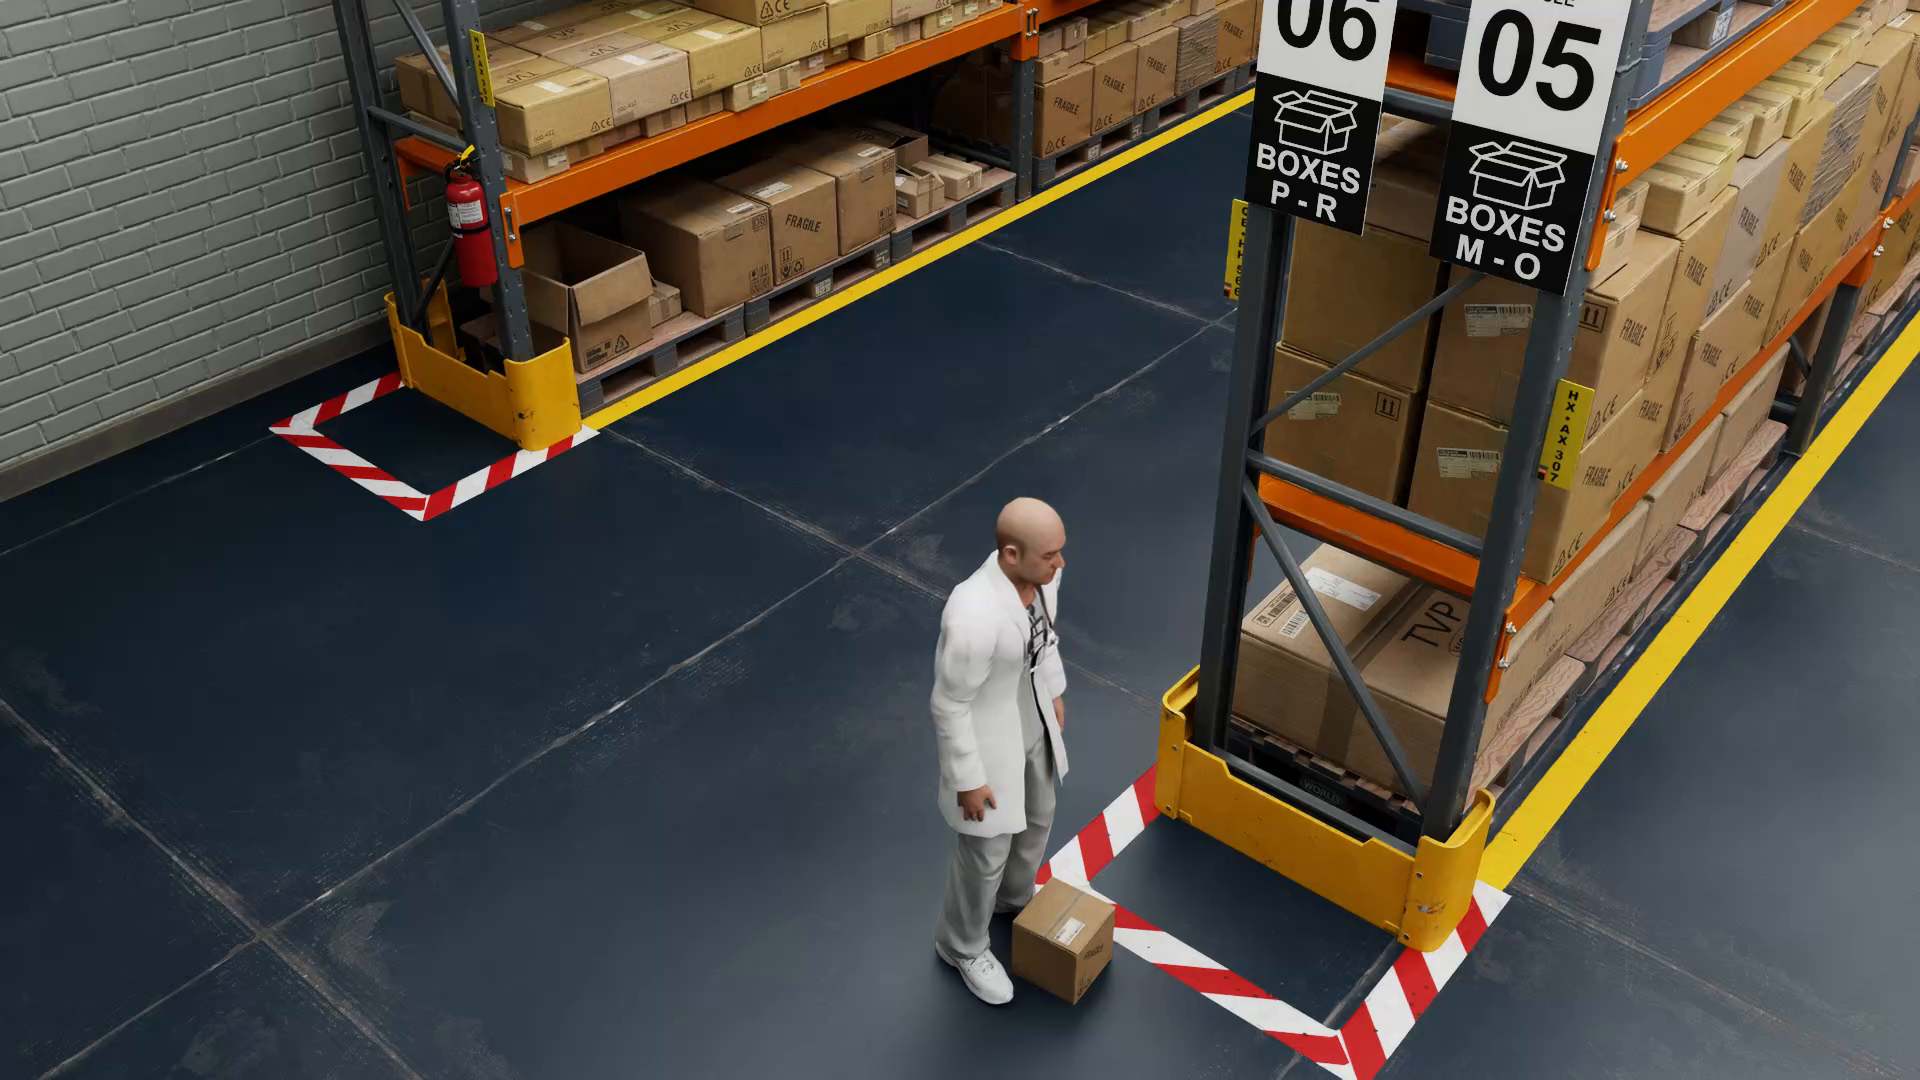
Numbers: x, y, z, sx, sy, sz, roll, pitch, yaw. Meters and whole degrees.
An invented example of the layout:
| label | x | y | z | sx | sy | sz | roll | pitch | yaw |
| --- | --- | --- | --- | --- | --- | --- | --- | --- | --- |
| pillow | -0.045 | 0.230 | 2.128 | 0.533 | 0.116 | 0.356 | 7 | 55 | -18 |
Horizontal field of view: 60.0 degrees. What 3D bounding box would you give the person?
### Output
| label | x | y | z | sx | sy | sz | roll | pitch | yaw |
| --- | --- | --- | --- | --- | --- | --- | --- | --- | --- |
| person | 0.151 | 0.625 | 5.251 | 0.414 | 1.773 | 0.640 | 20 | 39 | 26 |
